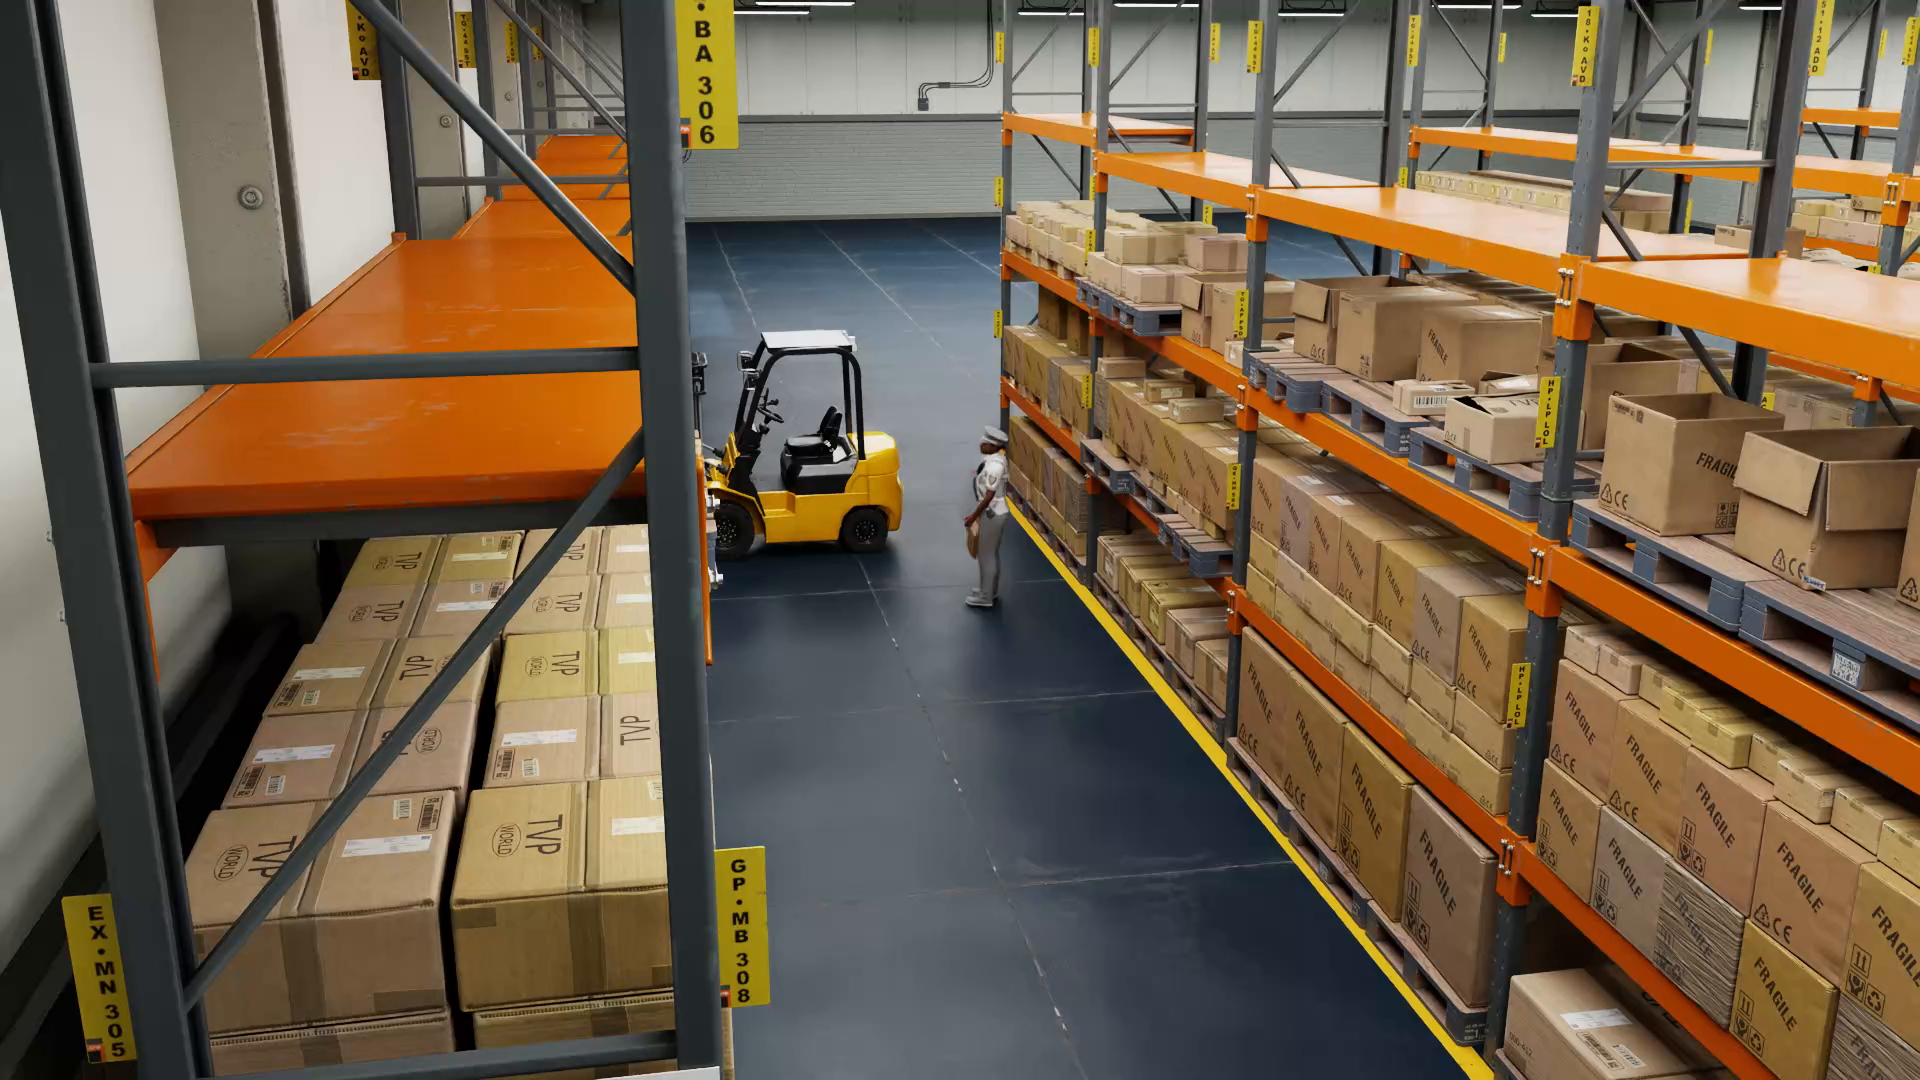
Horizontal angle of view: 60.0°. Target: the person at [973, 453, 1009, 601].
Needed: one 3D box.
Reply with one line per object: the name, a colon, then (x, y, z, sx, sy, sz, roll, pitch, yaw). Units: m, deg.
person: (0.284, -0.137, 15.374, 0.328, 1.368, 0.418, 0, 16, 0)
